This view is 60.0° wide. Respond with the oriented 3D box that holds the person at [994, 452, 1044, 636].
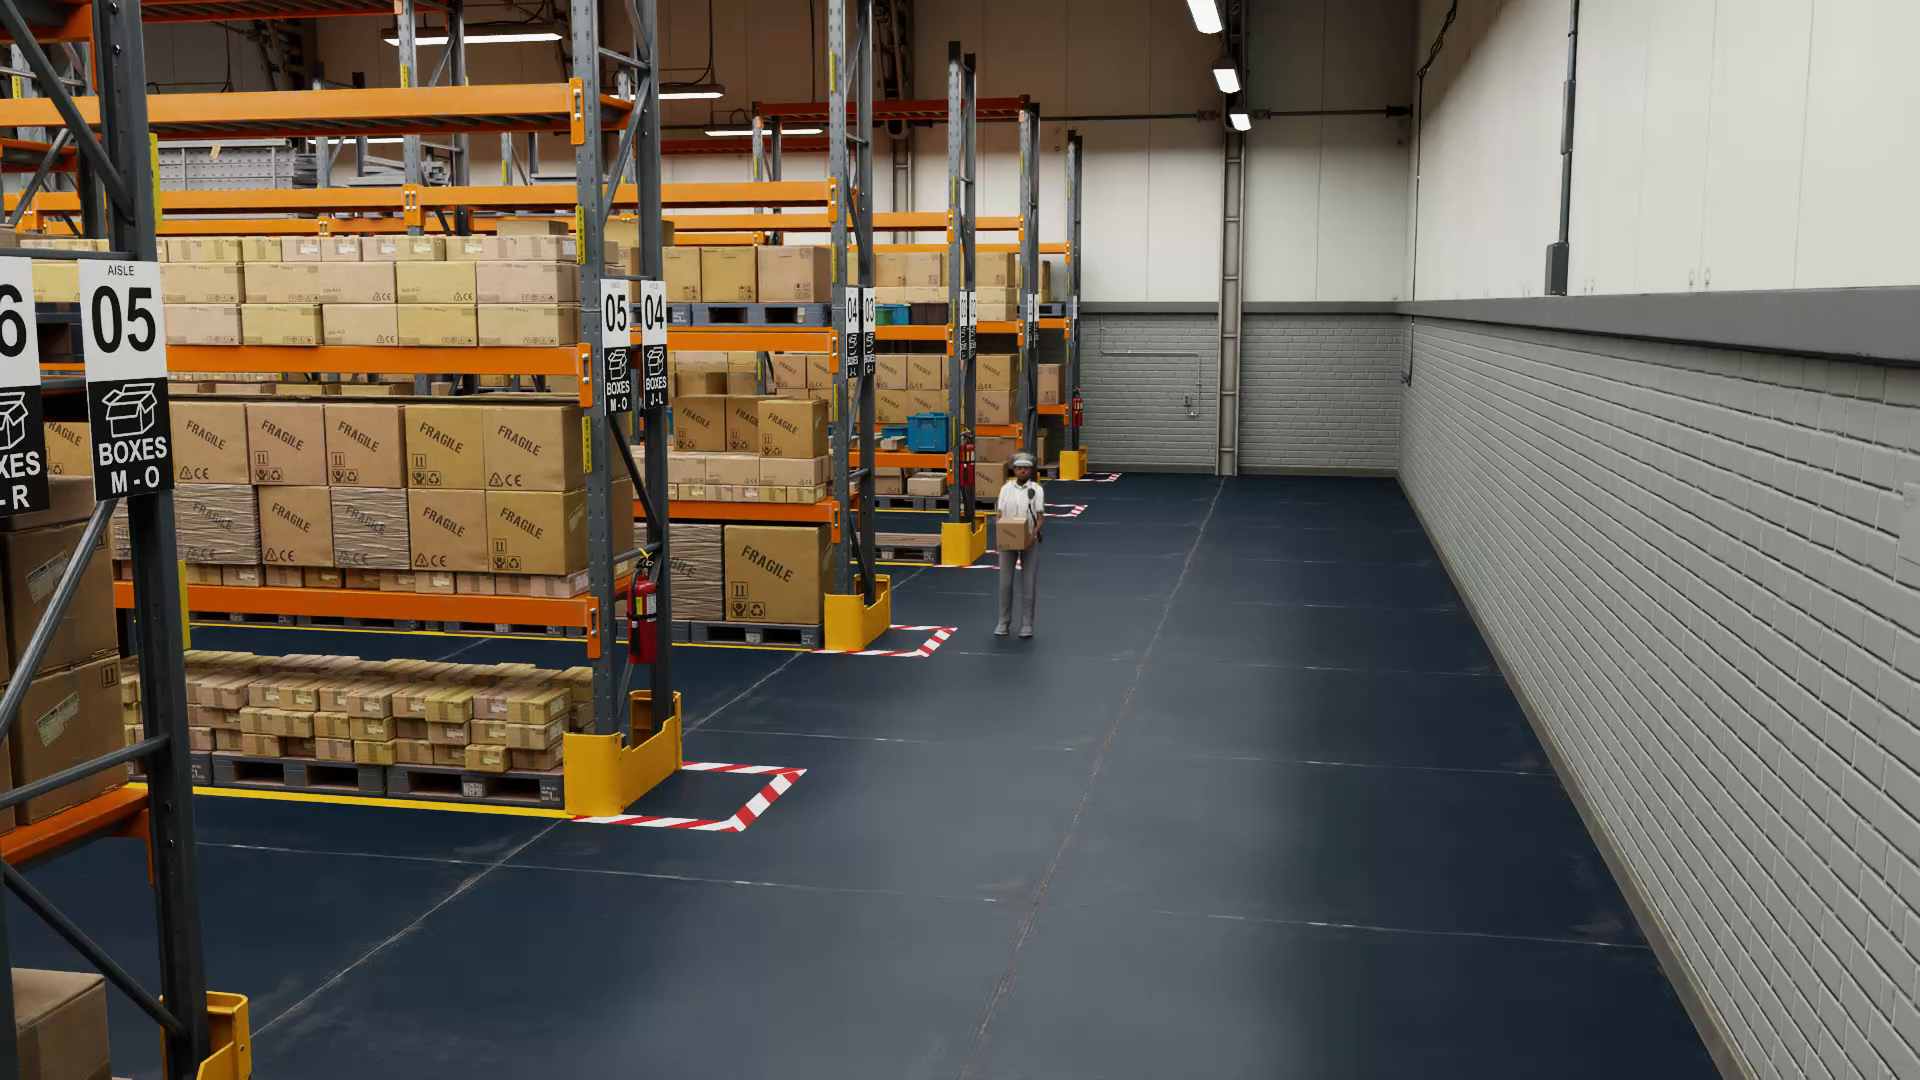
[{"bbox_3d":[0.551,0.039,15.413,0.455,1.697,0.530,1,8,7],"label":"person"}]
